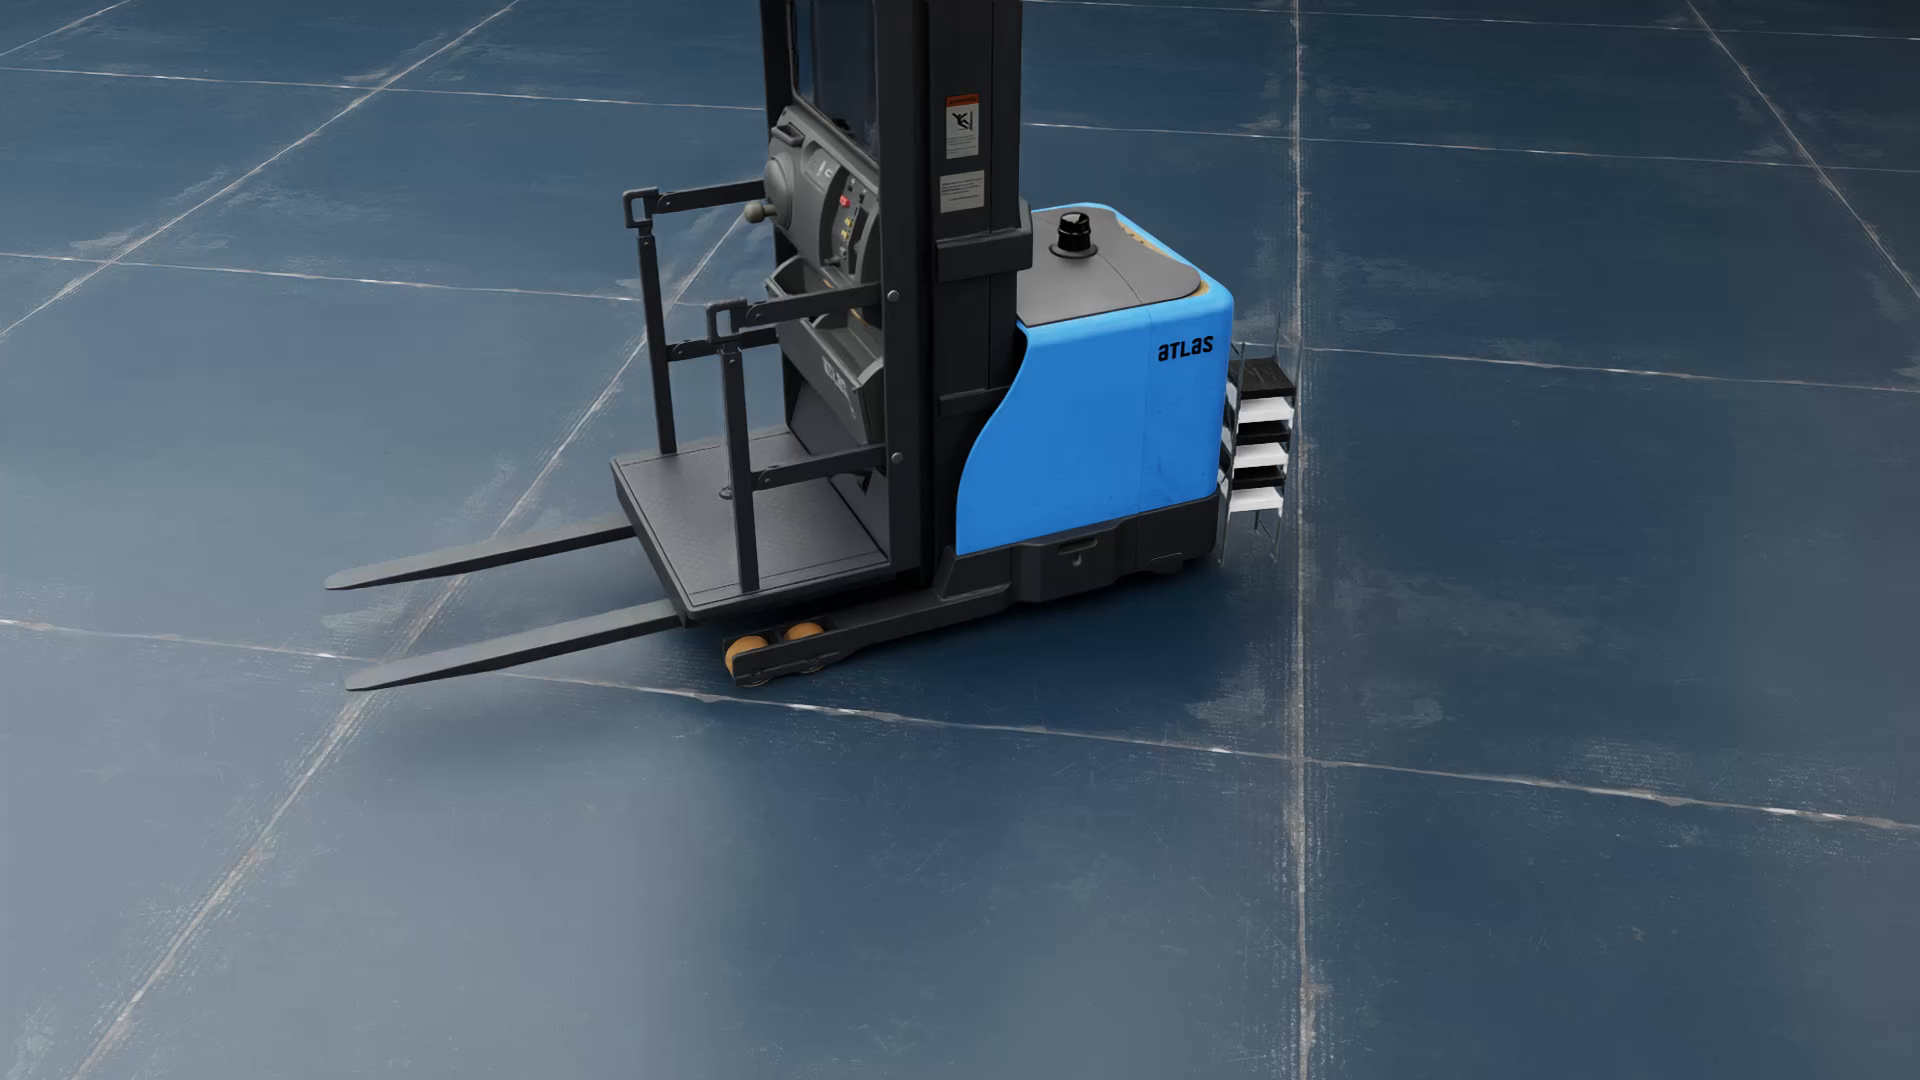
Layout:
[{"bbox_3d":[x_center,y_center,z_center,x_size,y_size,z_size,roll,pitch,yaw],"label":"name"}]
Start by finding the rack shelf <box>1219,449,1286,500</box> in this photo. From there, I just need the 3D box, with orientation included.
[{"bbox_3d":[1.041,-0.248,6.030,0.200,0.077,0.258,-5,32,-9],"label":"rack shelf"}]

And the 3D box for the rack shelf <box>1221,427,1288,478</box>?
[{"bbox_3d":[1.041,-0.324,5.983,0.200,0.077,0.258,-5,32,-9],"label":"rack shelf"}]

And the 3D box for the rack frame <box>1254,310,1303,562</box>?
[{"bbox_3d":[1.141,-0.362,5.980,0.006,0.900,0.240,-5,32,-9],"label":"rack frame"}]

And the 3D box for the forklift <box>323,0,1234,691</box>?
[{"bbox_3d":[-0.628,-1.077,5.209,3.031,2.935,1.130,-13,34,-20],"label":"forklift"}]

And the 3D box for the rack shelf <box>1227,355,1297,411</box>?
[{"bbox_3d":[1.041,-0.553,5.840,0.200,0.077,0.258,-5,32,-9],"label":"rack shelf"}]

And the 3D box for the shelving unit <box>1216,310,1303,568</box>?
[{"bbox_3d":[1.041,-0.353,5.965,0.210,0.900,0.258,-5,32,-9],"label":"shelving unit"}]

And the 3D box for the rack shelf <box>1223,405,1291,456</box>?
[{"bbox_3d":[1.041,-0.401,5.935,0.200,0.077,0.258,-5,32,-9],"label":"rack shelf"}]

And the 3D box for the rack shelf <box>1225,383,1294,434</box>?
[{"bbox_3d":[1.041,-0.477,5.887,0.200,0.077,0.258,-5,32,-9],"label":"rack shelf"}]

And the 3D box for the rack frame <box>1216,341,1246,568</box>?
[{"bbox_3d":[0.941,-0.343,5.950,0.006,0.900,0.240,-5,32,-9],"label":"rack frame"}]

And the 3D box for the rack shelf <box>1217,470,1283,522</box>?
[{"bbox_3d":[1.041,-0.172,6.078,0.200,0.077,0.258,-5,32,-9],"label":"rack shelf"}]
